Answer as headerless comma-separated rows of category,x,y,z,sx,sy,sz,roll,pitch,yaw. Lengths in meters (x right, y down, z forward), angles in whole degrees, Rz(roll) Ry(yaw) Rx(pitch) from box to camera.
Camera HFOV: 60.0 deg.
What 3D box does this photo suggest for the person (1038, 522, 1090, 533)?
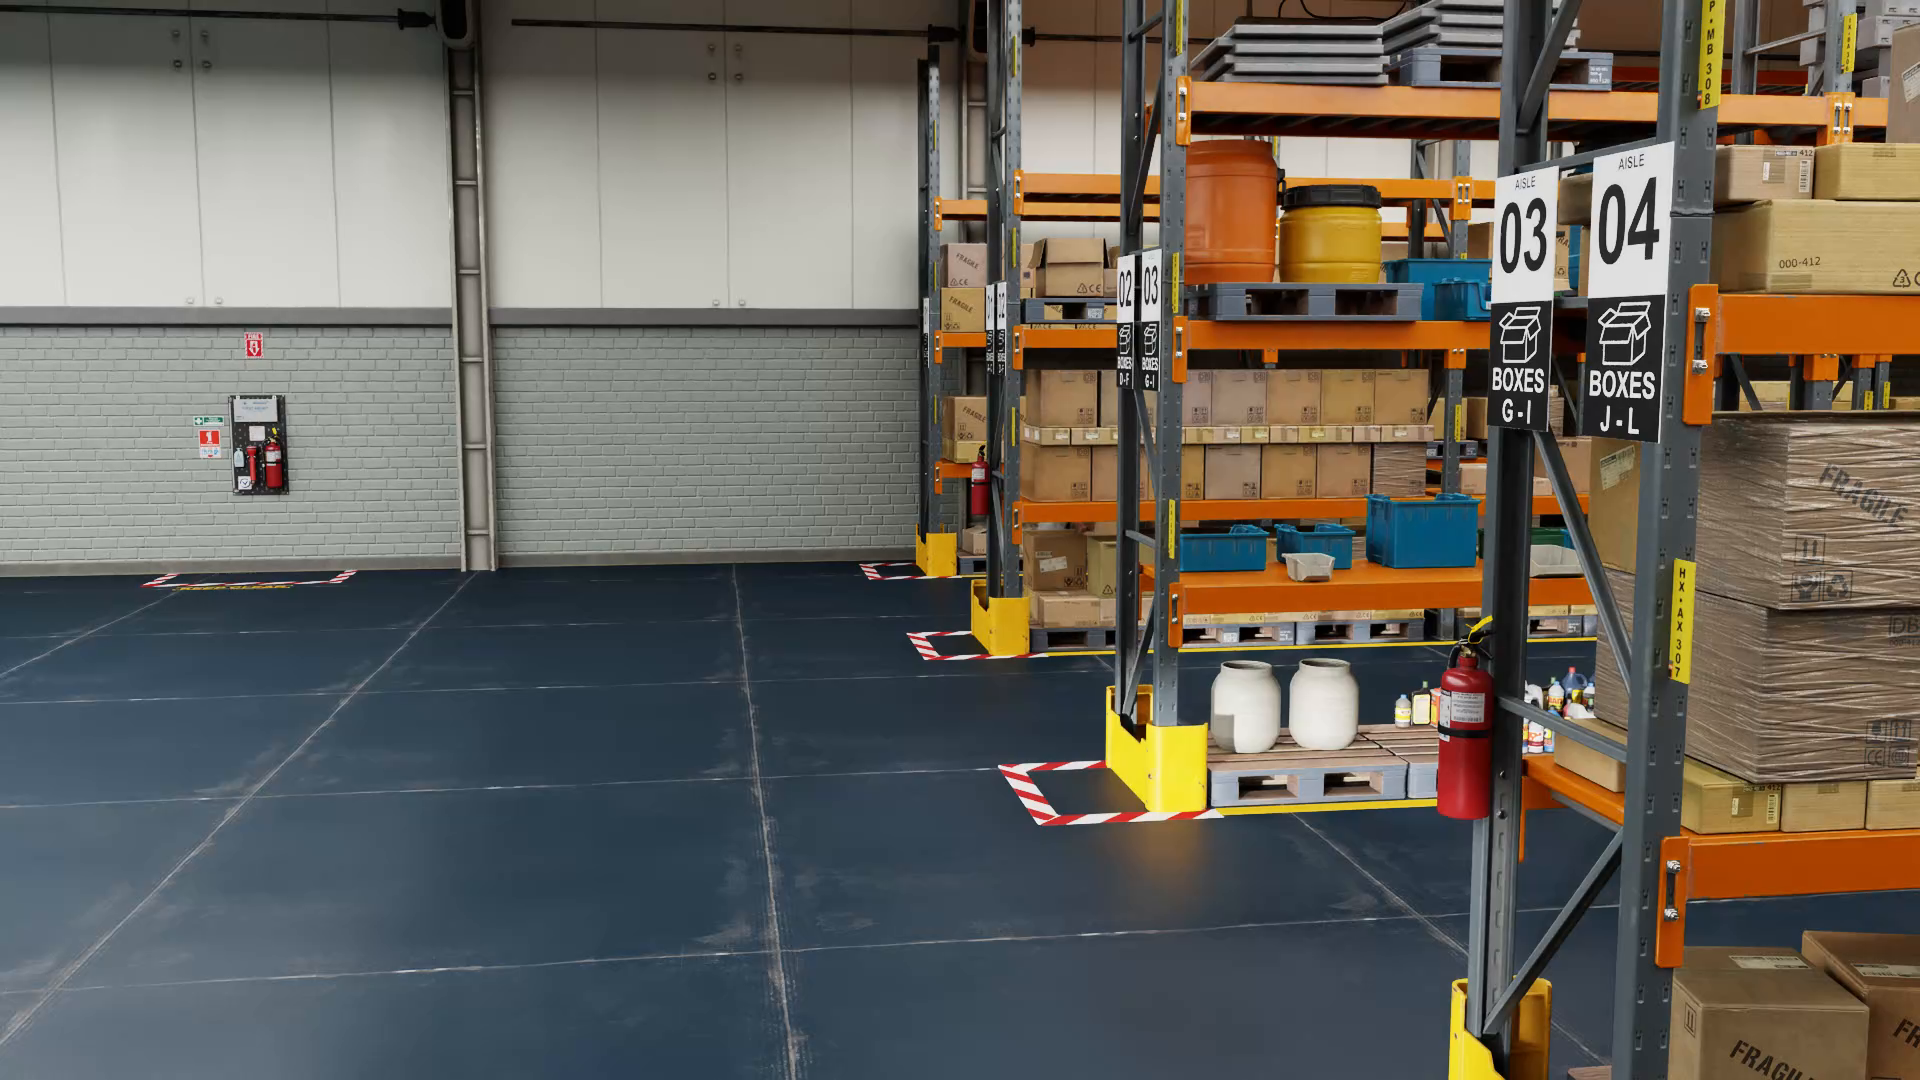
person,1.020,-0.053,16.502,0.492,1.590,0.404,-1,7,-8
